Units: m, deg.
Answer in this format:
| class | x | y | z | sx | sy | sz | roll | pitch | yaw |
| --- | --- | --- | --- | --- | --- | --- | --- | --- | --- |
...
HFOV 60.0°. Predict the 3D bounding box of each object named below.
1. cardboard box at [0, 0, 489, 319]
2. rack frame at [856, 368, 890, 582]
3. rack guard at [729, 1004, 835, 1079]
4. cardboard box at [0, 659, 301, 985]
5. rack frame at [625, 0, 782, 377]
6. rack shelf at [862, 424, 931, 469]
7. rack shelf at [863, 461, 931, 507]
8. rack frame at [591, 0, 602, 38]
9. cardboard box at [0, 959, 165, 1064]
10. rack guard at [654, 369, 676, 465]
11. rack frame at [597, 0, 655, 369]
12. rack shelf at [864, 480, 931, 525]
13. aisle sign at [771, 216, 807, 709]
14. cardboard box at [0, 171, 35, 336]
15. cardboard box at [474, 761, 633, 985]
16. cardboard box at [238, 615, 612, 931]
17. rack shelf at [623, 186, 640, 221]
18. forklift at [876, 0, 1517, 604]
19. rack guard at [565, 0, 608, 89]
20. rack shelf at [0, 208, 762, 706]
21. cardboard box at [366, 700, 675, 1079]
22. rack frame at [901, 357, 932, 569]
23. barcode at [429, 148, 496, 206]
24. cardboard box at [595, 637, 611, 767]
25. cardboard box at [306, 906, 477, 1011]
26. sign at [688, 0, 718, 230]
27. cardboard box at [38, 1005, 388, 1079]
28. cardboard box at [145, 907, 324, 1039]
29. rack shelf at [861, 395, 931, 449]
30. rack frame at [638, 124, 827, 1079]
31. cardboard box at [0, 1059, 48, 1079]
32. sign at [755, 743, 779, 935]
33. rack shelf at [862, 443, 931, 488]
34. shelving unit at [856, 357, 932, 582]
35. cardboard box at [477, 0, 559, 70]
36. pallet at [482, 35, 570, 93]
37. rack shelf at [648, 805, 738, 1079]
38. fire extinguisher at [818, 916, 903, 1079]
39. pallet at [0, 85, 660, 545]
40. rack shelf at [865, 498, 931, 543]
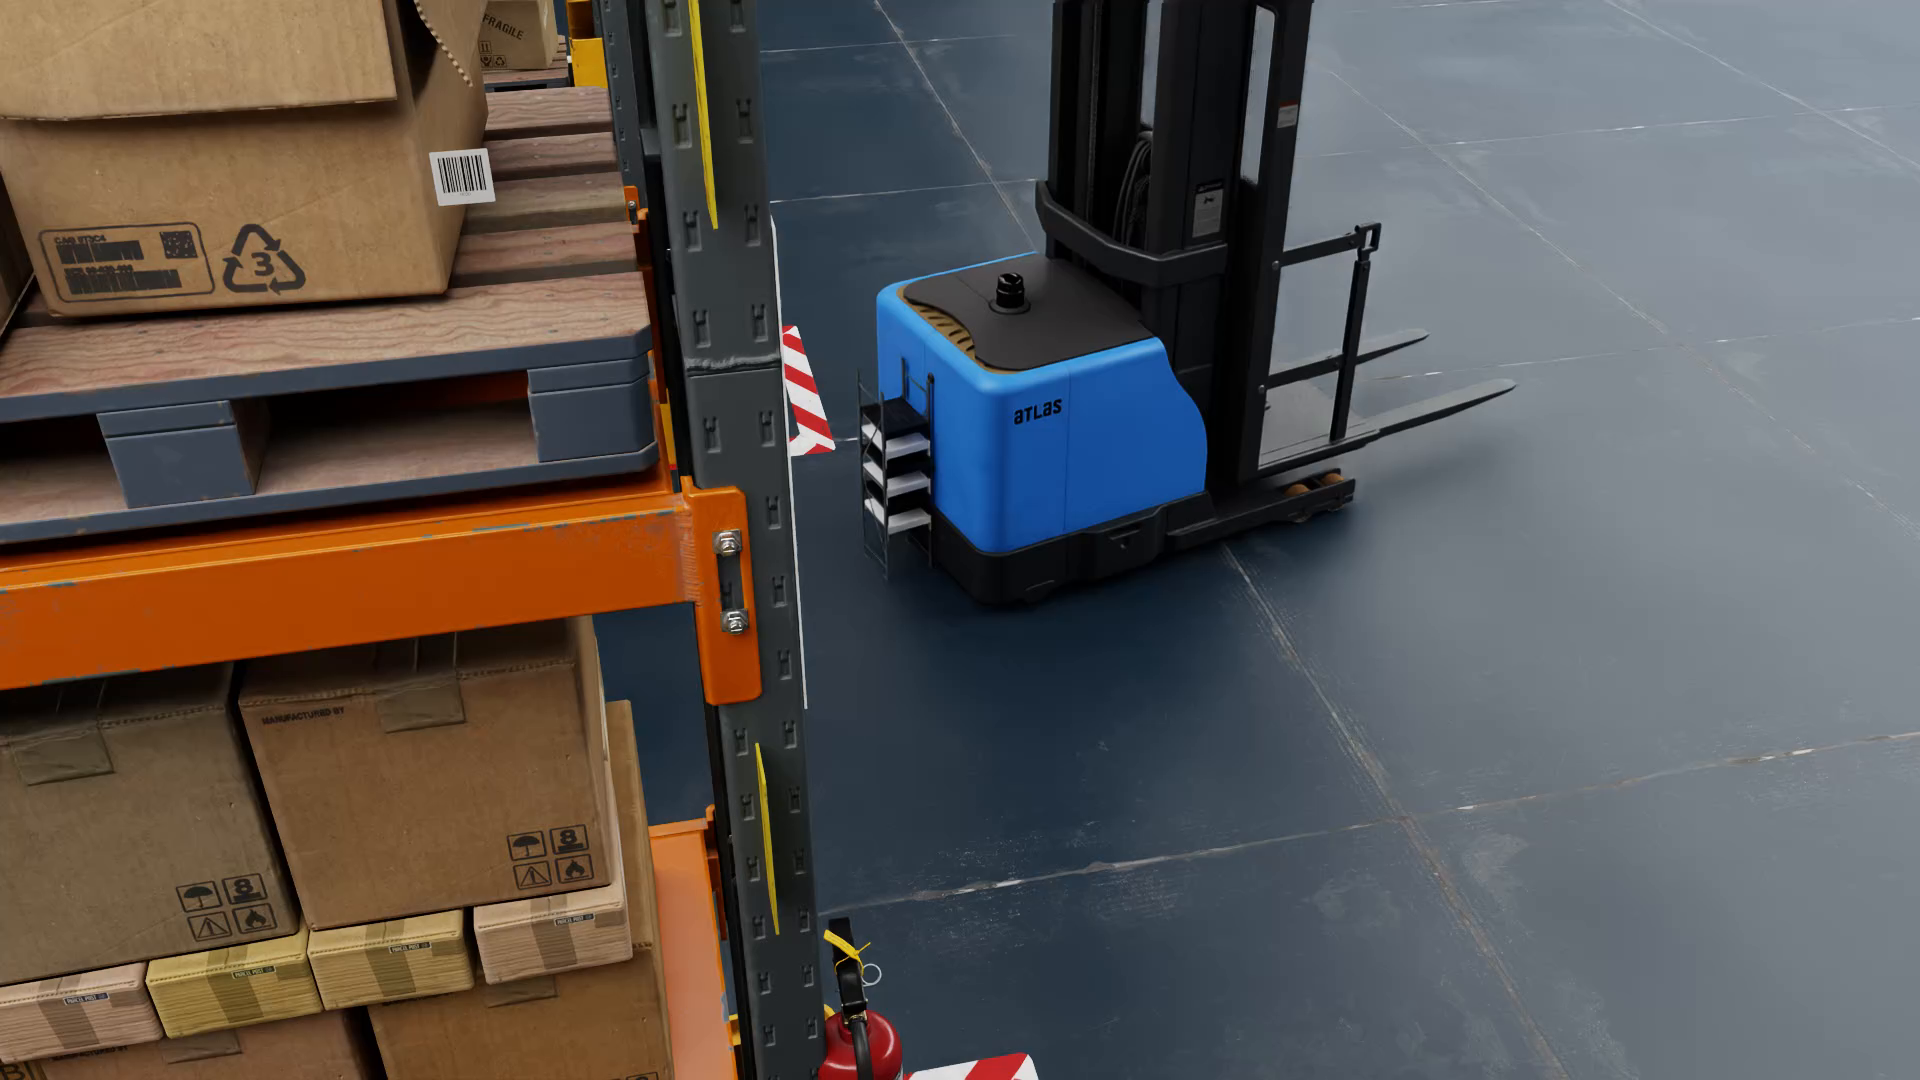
| class | x | y | z | sx | sy | sz | roll | pitch | yaw |
| --- | --- | --- | --- | --- | --- | --- | --- | --- | --- |
| cardboard box | -0.970 | -0.700 | 2.314 | 0.637 | 0.503 | 0.797 | -5 | 34 | -7 |
| rack frame | -0.356 | -0.255 | 6.823 | 0.006 | 0.900 | 0.240 | -17 | 37 | -23 |
| rack guard | -0.385 | 1.788 | 4.138 | 0.348 | 0.500 | 1.175 | -7 | 35 | -11 |
| cardboard box | -1.430 | 0.297 | 2.862 | 0.500 | 0.500 | 0.700 | -8 | 35 | -12 |
| rack frame | -0.408 | -1.739 | 1.765 | 0.127 | 3.000 | 1.000 | -7 | 35 | -11 |
| rack shelf | -0.267 | -0.404 | 6.781 | 0.200 | 0.077 | 0.258 | -17 | 37 | -23 |
| rack shelf | -0.267 | -0.255 | 6.882 | 0.200 | 0.077 | 0.258 | -17 | 37 | -23 |
| rack frame | -2.590 | -4.632 | 11.461 | 0.127 | 3.000 | 1.000 | -7 | 35 | -11 |
| cardboard box | -1.489 | 0.686 | 2.863 | 0.250 | 0.149 | 0.380 | -7 | 34 | -10 |
| rack guard | -1.561 | -0.867 | 8.094 | 0.348 | 0.500 | 1.175 | -7 | 35 | -11 |
| rack frame | -1.497 | -1.940 | 7.449 | 0.127 | 3.000 | 1.000 | -7 | 35 | -11 |
| rack shelf | -0.267 | -0.180 | 6.932 | 0.200 | 0.077 | 0.258 | -17 | 37 | -23 |
| aisle sign | -0.279 | -0.175 | 2.486 | 0.004 | 0.787 | 0.394 | -7 | 35 | -11 |
| cardboard box | -1.473 | -0.378 | 2.062 | 0.500 | 0.250 | 0.500 | -7 | 35 | -11 |
| cardboard box | -0.739 | 0.592 | 3.004 | 0.250 | 0.149 | 0.380 | -8 | 35 | -11 |
| cardboard box | -0.918 | 0.229 | 2.962 | 0.500 | 0.500 | 0.700 | -7 | 35 | -10 |
| rack shelf | -3.448 | -1.395 | 7.283 | 4.000 | 0.370 | 1.077 | -7 | 35 | -11 |
| forklift | 1.181 | -1.536 | 6.908 | 3.031 | 2.935 | 1.130 | -17 | 37 | -23 |
| rack guard | -2.664 | -3.585 | 12.143 | 0.348 | 0.500 | 1.175 | -7 | 35 | -11 |
| rack shelf | -2.359 | 0.052 | 2.435 | 4.000 | 0.370 | 1.077 | -7 | 35 | -11 |
| cardboard box | -0.866 | 0.761 | 3.334 | 0.500 | 0.500 | 0.700 | -7 | 35 | -11 |
| rack frame | -0.178 | -0.309 | 6.904 | 0.006 | 0.900 | 0.240 | -17 | 37 | -23 |
| barcode | -0.596 | -0.435 | 1.993 | 0.075 | 0.075 | 0.001 | -7 | 35 | -11 |
| cardboard box | -0.838 | 0.373 | 3.331 | 0.250 | 0.149 | 0.380 | -7 | 35 | -11 |
| cardboard box | -0.994 | 0.625 | 2.955 | 0.250 | 0.149 | 0.380 | -6 | 34 | -9 |
| sign | -0.302 | -0.531 | 1.934 | 0.005 | 0.325 | 0.100 | -7 | 35 | -11 |
| cardboard box | -1.378 | 0.829 | 3.234 | 0.500 | 0.500 | 0.700 | -6 | 34 | -9 |
| cardboard box | -1.243 | 0.657 | 2.908 | 0.250 | 0.149 | 0.380 | -8 | 35 | -11 |
| rack shelf | -0.267 | -0.479 | 6.731 | 0.200 | 0.077 | 0.258 | -17 | 37 | -23 |
| rack frame | -0.408 | 0.753 | 3.437 | 0.127 | 3.000 | 1.000 | -7 | 35 | -11 |
| cardboard box | -1.863 | 0.887 | 3.147 | 0.500 | 0.500 | 0.700 | -7 | 34 | -10 |
| sign | -0.302 | 0.470 | 2.606 | 0.005 | 0.325 | 0.100 | -7 | 35 | -11 |
| rack shelf | -0.267 | -0.329 | 6.831 | 0.200 | 0.077 | 0.258 | -17 | 37 | -23 |
| shelving unit | -0.267 | -0.282 | 6.863 | 0.210 | 0.900 | 0.258 | -17 | 37 | -23 |
| cardboard box | -3.203 | -3.701 | 11.939 | 0.500 | 0.500 | 0.500 | -1 | 34 | -2 |
| pallet | -3.464 | -3.384 | 12.103 | 1.213 | 0.211 | 1.003 | -7 | 35 | -11 |
| rack shelf | -2.359 | 1.297 | 3.271 | 4.000 | 0.370 | 1.077 | -7 | 35 | -11 |
| fire extinguisher | -0.190 | 1.023 | 3.104 | 0.183 | 0.674 | 0.296 | -7 | 35 | -11 |
| pallet | -1.104 | -0.383 | 2.517 | 1.213 | 0.211 | 1.003 | -7 | 35 | -11 |
| rack shelf | -0.267 | -0.105 | 6.982 | 0.200 | 0.077 | 0.258 | -17 | 37 | -23 |
